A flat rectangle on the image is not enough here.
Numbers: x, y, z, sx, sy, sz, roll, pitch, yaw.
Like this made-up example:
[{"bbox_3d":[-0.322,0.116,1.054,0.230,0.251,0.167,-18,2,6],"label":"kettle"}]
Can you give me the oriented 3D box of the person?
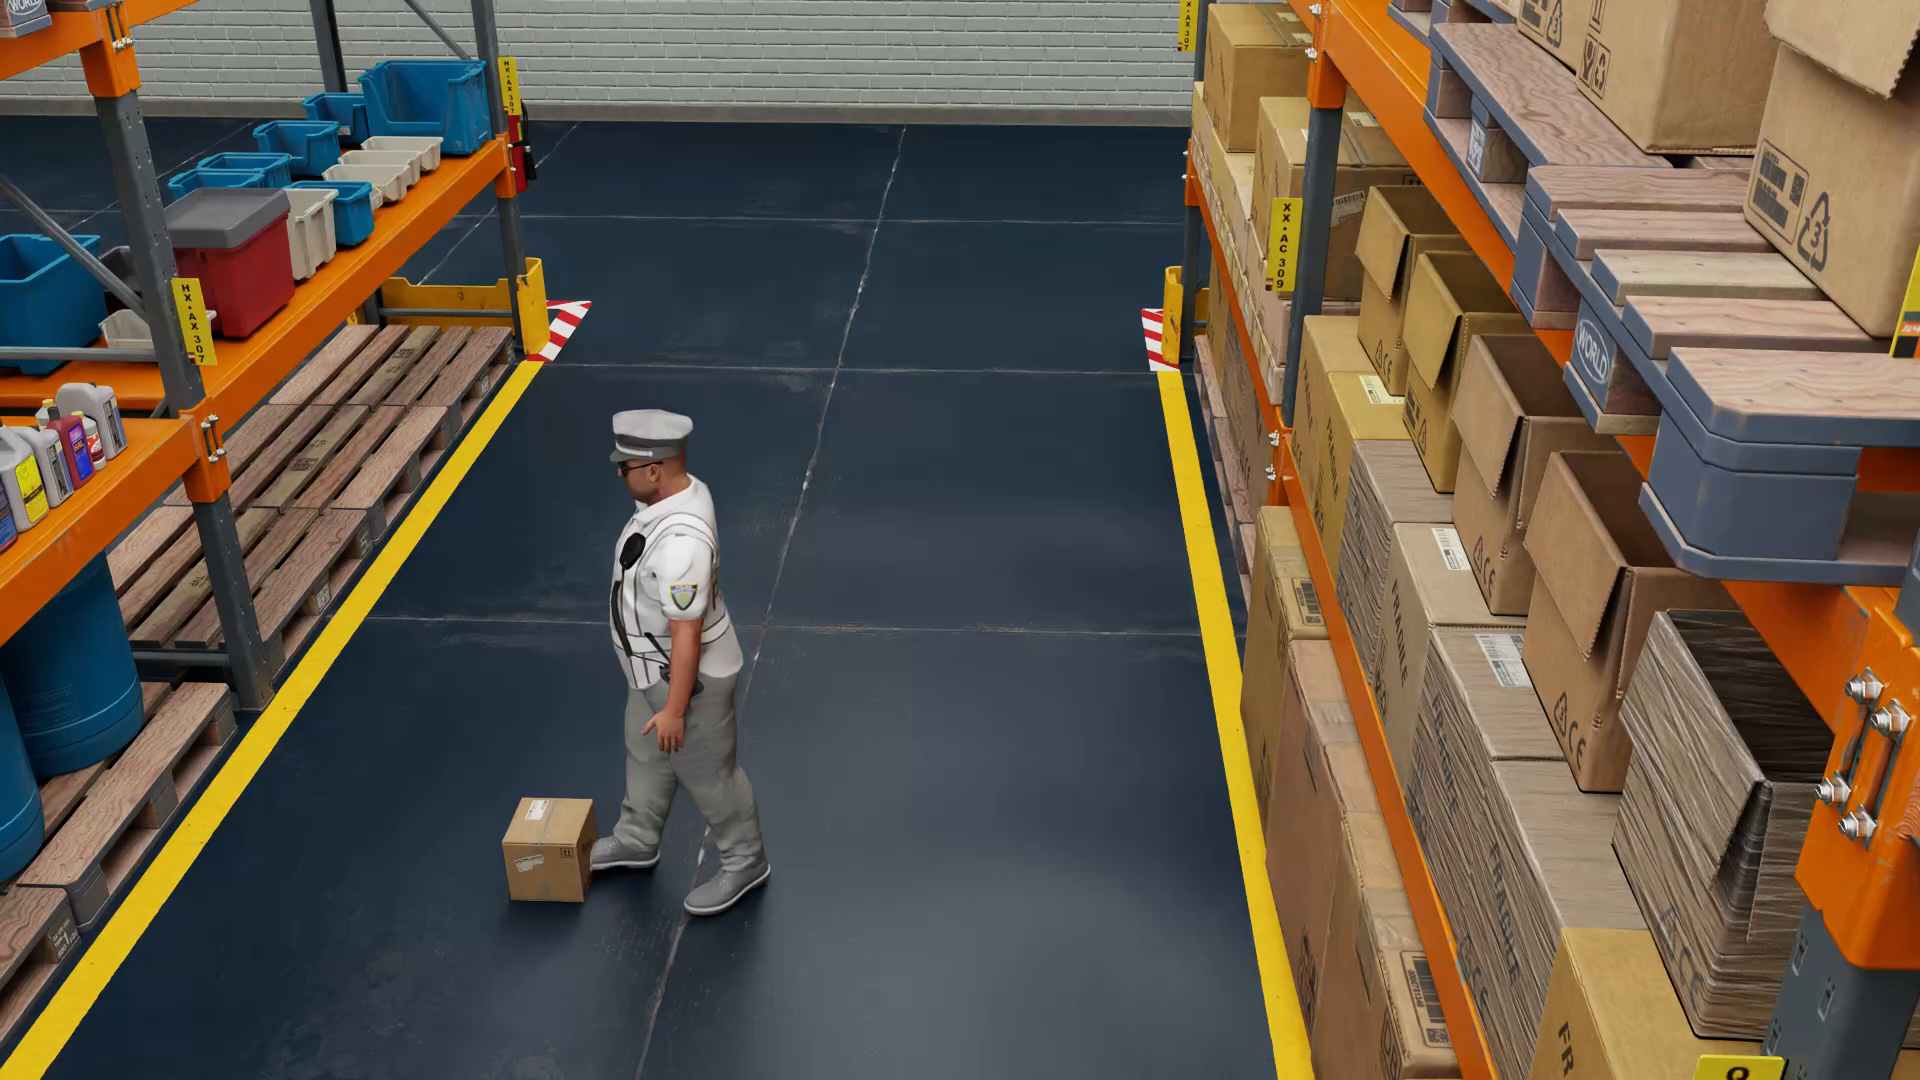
[{"bbox_3d":[-0.995,0.420,5.305,0.685,1.743,0.569,-7,29,-14],"label":"person"}]
